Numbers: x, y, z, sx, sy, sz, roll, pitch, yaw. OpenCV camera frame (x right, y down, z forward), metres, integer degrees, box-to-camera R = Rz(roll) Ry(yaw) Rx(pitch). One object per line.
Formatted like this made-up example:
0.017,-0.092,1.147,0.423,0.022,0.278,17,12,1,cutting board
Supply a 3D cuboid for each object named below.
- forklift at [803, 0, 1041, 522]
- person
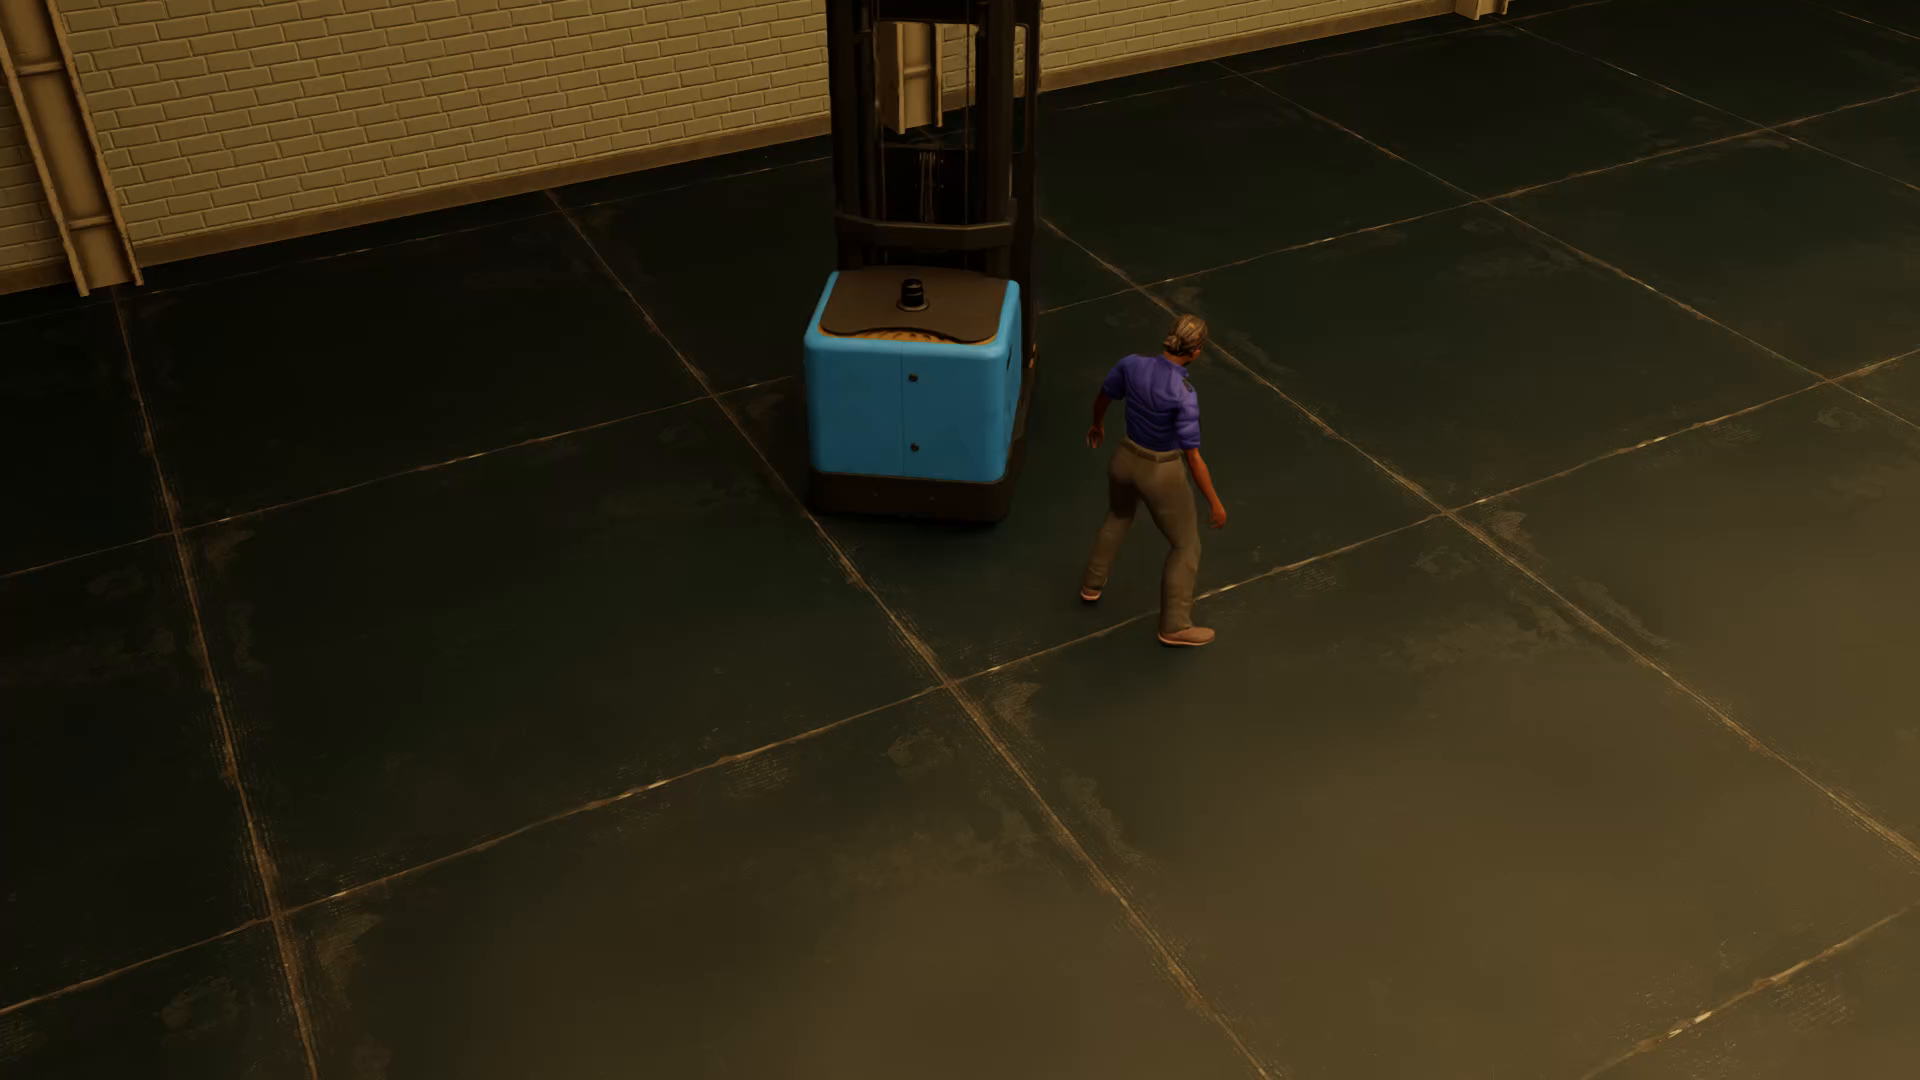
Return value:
-0.107,-2.128,9.134,1.130,2.935,3.031,4,35,6,forklift
0.908,-0.311,7.743,0.373,1.610,0.847,-29,44,-34,person
